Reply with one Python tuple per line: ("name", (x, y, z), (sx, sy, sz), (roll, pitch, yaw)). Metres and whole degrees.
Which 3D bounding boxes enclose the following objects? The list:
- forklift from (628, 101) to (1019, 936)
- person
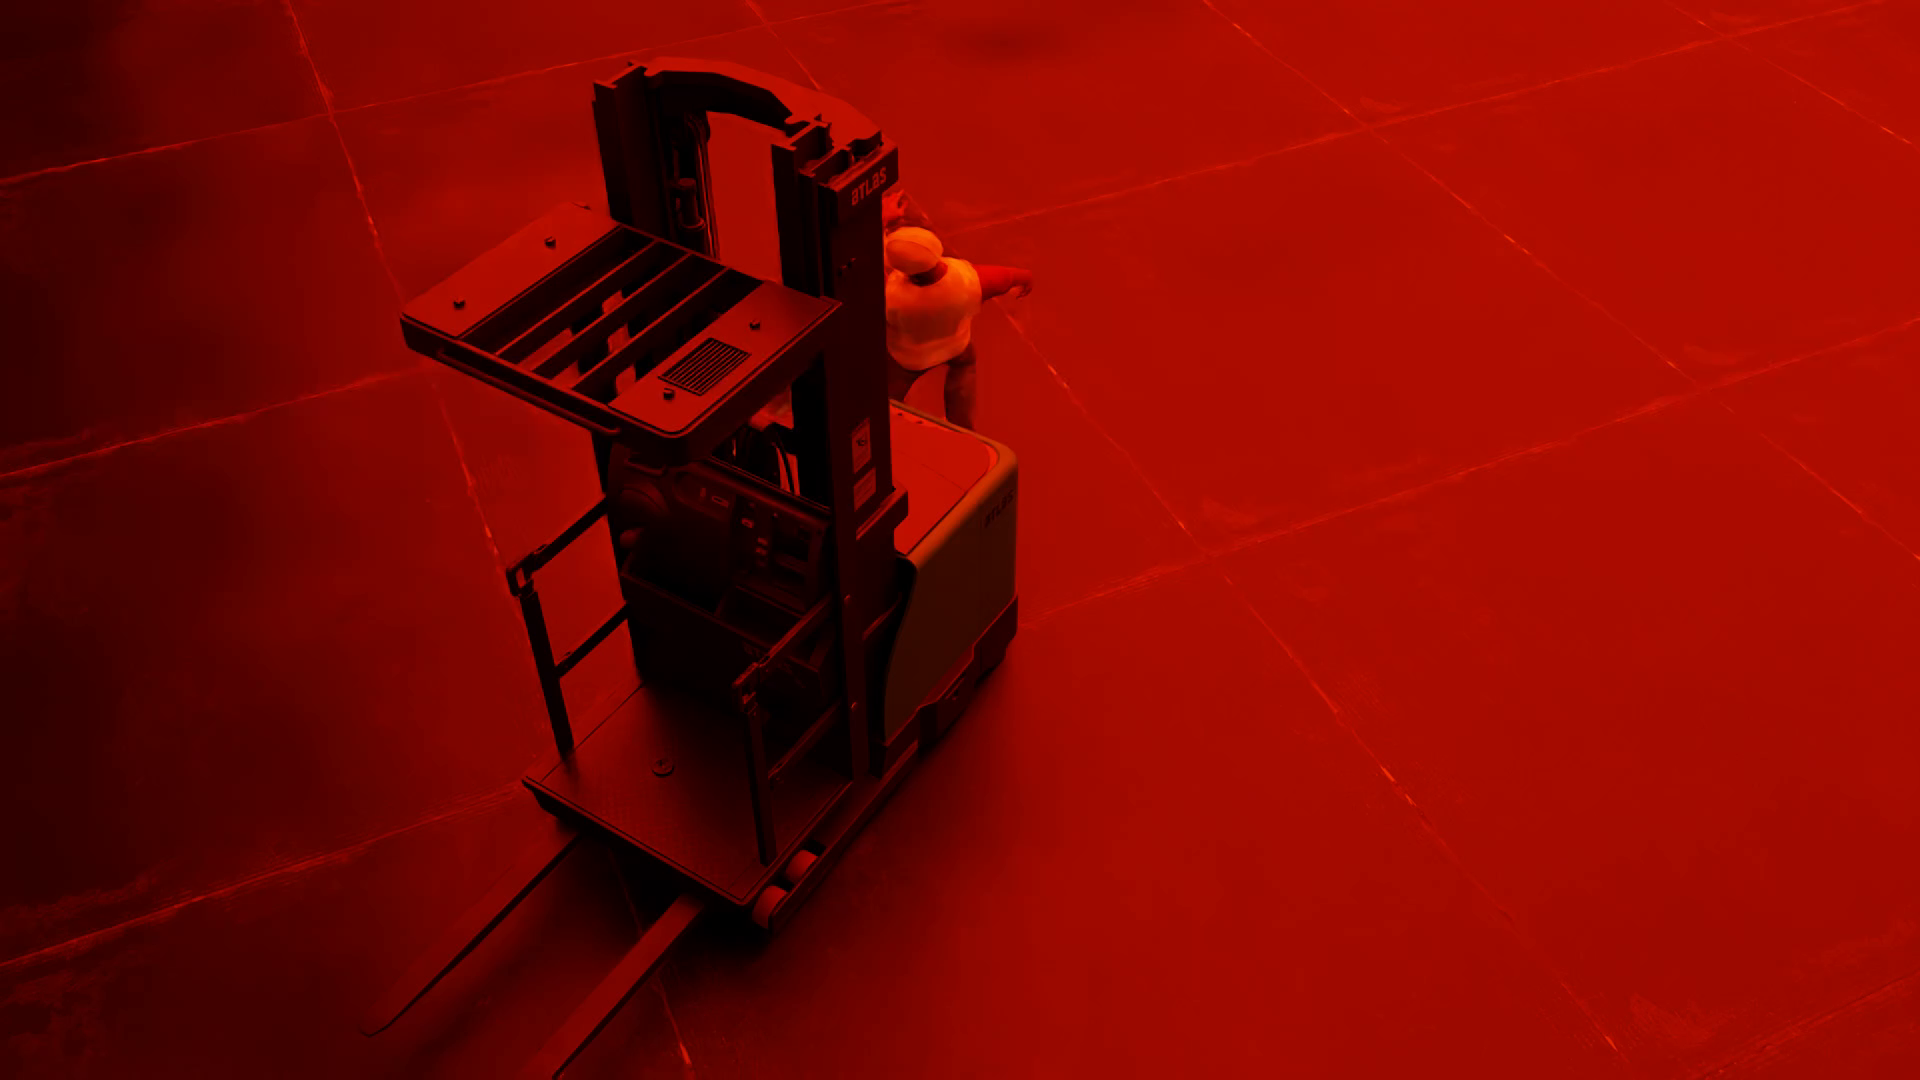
("forklift", (-0.673, -0.259, 6.023), (1.129, 2.843, 1.939), (24, 48, 23))
("person", (-0.060, -0.962, 7.695), (0.959, 1.548, 0.827), (-23, 48, -22))
